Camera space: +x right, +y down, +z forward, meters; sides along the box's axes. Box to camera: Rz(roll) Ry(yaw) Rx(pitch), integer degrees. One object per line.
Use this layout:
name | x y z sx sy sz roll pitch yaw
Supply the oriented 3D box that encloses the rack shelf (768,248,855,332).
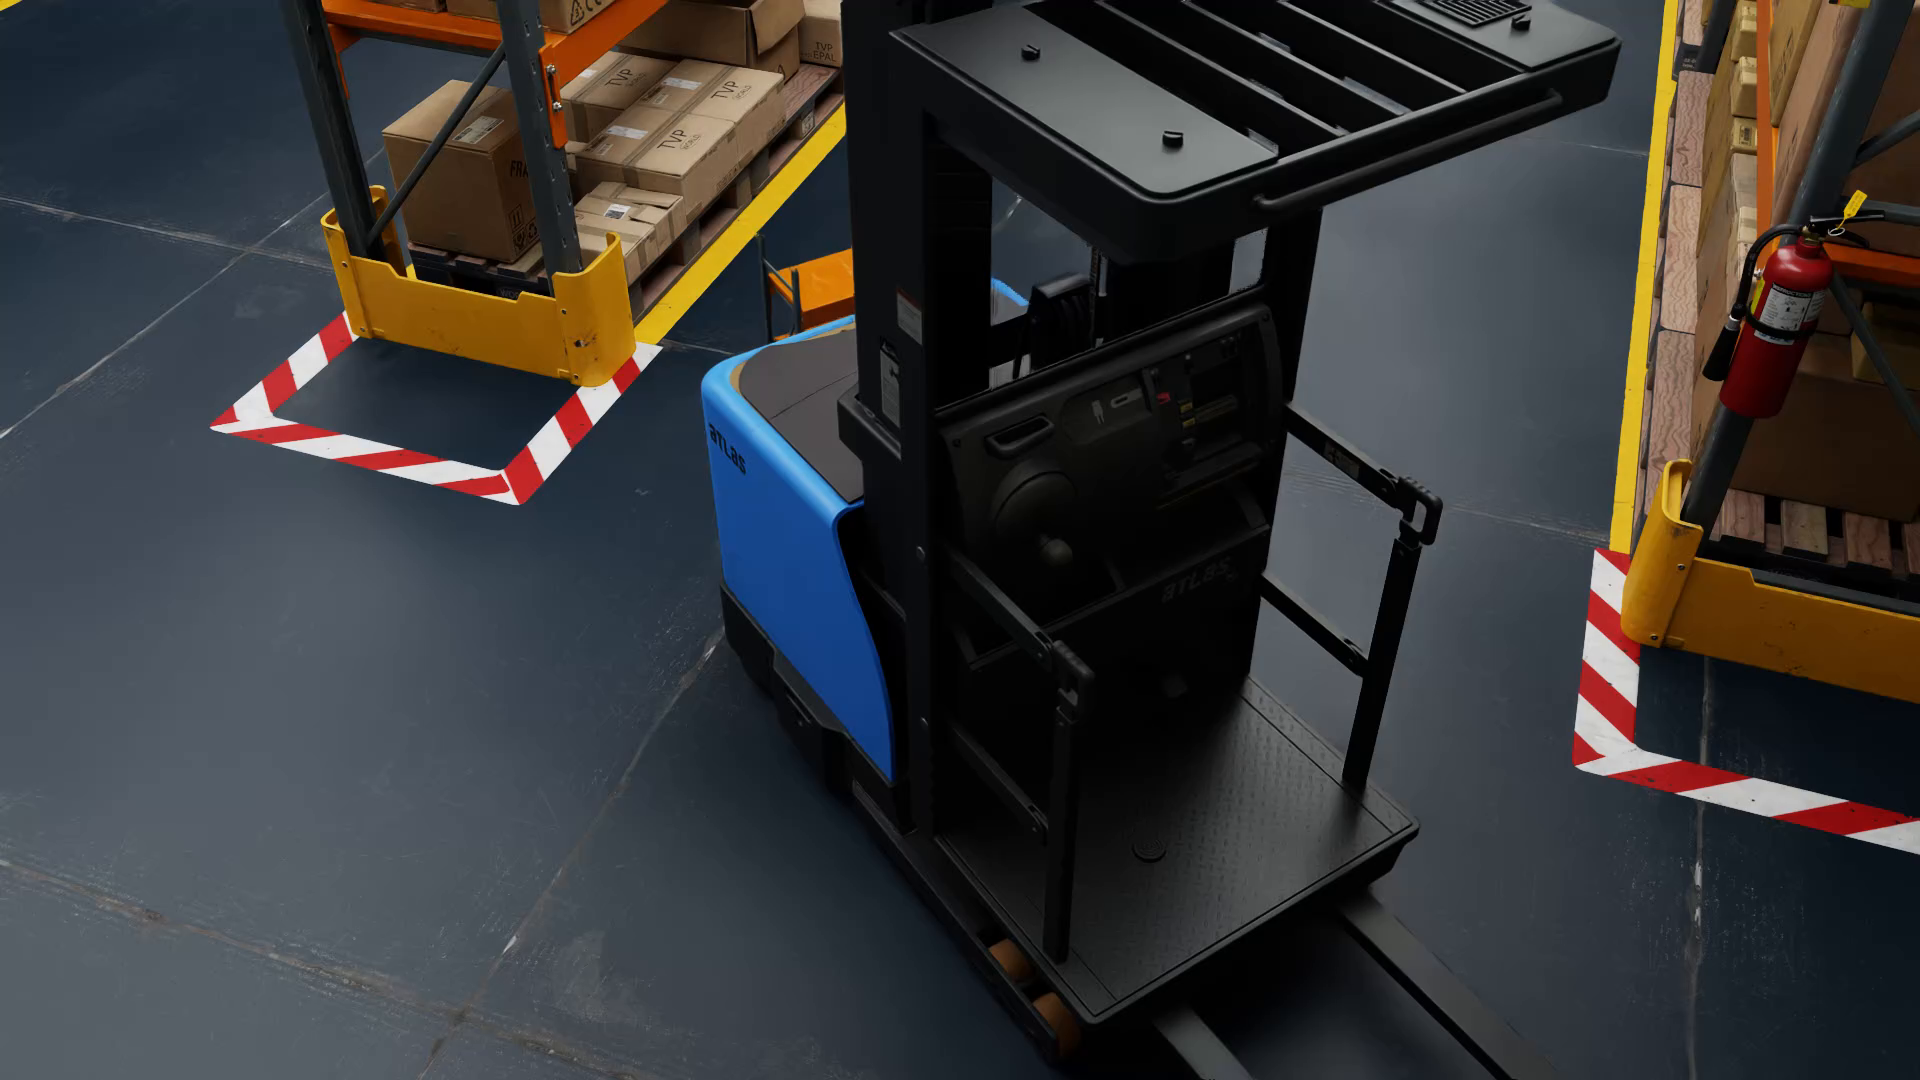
rack shelf | -0.330 -0.772 5.121 0.480 0.148 0.258 -22 46 -23

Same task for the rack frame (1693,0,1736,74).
rack frame | 4.116 -3.251 7.249 1.000 3.000 0.127 13 42 15

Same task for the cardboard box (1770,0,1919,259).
cardboard box | 2.913 -1.238 4.659 0.980 0.700 0.700 15 43 17

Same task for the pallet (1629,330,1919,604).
pallet | 2.948 -0.255 5.887 1.003 0.211 1.213 13 42 15

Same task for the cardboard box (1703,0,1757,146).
cardboard box | 3.764 -2.026 7.416 0.700 0.500 0.500 14 42 16

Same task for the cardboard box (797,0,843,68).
cardboard box | -0.725 -2.624 8.248 0.500 0.311 0.500 13 42 15

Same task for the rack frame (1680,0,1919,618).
rack frame | 2.748 -0.811 4.389 1.000 3.000 0.127 13 42 15

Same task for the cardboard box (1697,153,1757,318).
cardboard box | 3.236 -1.081 6.308 0.700 0.500 0.500 12 42 14

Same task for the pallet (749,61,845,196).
pallet | -1.192 -2.122 8.074 1.003 0.211 1.213 13 42 15

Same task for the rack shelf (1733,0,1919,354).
rack shelf | 3.432 -1.757 6.053 1.077 0.370 4.000 13 42 15

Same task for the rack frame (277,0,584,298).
rack frame | -1.908 -1.908 5.675 1.000 3.000 0.127 13 42 15

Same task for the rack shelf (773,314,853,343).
rack shelf | -0.332 -0.594 5.277 0.480 0.148 0.258 -22 46 -23

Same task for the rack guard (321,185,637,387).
rack guard | -1.882 -1.004 6.541 1.175 0.500 0.348 13 42 15

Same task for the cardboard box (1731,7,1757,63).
cardboard box | 3.475 -2.104 7.008 0.380 0.149 0.250 15 43 17

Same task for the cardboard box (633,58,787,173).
cardboard box | -1.114 -1.908 7.455 0.500 0.250 0.500 13 42 15

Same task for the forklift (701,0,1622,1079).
forklift | 0.492 -0.161 3.681 1.130 2.935 3.031 -23 46 -25

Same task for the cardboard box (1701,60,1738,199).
cardboard box | 3.589 -1.720 7.058 0.700 0.500 0.500 13 42 15

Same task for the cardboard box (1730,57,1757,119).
cardboard box | 3.297 -1.786 6.635 0.380 0.149 0.250 12 42 14

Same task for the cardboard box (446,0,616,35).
cardboard box | -1.509 -2.158 5.892 0.500 0.500 0.500 14 42 16

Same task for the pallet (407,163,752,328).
pallet | -1.611 -1.380 7.205 1.003 0.211 1.213 13 42 15

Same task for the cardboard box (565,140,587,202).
cardboard box | -1.731 -1.611 7.171 0.380 0.166 0.250 13 42 15

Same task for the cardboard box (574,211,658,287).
cardboard box | -1.442 -1.170 6.668 0.380 0.149 0.250 13 42 15

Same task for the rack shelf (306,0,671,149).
rack shelf | -1.225 -2.854 7.339 1.077 0.370 4.000 13 42 15

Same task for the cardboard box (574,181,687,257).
cardboard box | -1.357 -1.329 6.841 0.380 0.166 0.250 13 42 15

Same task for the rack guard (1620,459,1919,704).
rack guard | 2.740 0.155 5.184 1.175 0.500 0.348 13 42 15

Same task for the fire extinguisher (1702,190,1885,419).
fire extinguisher | 2.263 -0.650 4.548 0.296 0.674 0.183 13 42 15

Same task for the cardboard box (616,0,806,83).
cardboard box | -1.178 -2.418 7.858 0.797 0.503 0.637 13 42 15

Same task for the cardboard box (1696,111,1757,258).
cardboard box | 3.411 -1.408 6.691 0.700 0.500 0.500 14 42 16

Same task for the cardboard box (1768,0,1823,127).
cardboard box | 3.151 -1.685 5.182 0.980 0.700 0.700 13 42 15

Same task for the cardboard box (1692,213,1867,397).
cardboard box | 3.064 -0.774 5.949 0.700 0.500 0.500 13 42 15

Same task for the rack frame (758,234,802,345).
rack frame | -0.542 -0.394 5.284 0.015 1.200 0.240 -22 46 -23

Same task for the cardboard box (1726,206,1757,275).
cardboard box | 2.853 -0.991 5.702 0.380 0.149 0.250 14 43 16

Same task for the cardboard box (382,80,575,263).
cardboard box | -1.954 -1.511 6.797 0.500 0.500 0.500 13 42 15

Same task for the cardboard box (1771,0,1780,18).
cardboard box | 3.421 -2.148 5.725 0.980 0.700 0.700 11 42 13

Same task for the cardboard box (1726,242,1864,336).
cardboard box | 2.766 -0.834 5.520 0.380 0.149 0.250 13 42 15

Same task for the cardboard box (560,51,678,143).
cardboard box | -1.601 -1.989 7.549 0.500 0.250 0.500 13 42 15

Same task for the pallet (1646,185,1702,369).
pallet | 3.367 -0.997 6.756 1.003 0.211 1.213 13 42 15

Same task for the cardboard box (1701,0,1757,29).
cardboard box | 4.216 -3.018 8.309 0.750 0.750 0.750 14 42 16

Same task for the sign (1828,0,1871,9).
sign | 2.243 -1.470 4.088 0.100 0.325 0.005 13 42 15

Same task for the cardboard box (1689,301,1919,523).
cardboard box | 2.893 -0.469 5.591 0.700 0.500 0.500 13 42 15

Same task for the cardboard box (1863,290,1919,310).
cardboard box | 3.211 -0.904 5.601 0.380 0.149 0.250 13 42 15

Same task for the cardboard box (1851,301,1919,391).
cardboard box | 3.038 -0.595 5.239 0.380 0.149 0.250 14 42 15

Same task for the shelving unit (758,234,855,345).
shelving unit | -0.333 -0.477 5.380 0.503 1.200 0.258 -22 46 -23

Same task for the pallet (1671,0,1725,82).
pallet | 4.309 -2.677 8.725 1.003 0.211 1.213 13 42 15

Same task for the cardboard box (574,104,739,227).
cardboard box | -1.285 -1.603 7.097 0.500 0.250 0.500 13 42 15

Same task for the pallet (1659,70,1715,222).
pallet | 3.782 -1.743 7.631 1.003 0.211 1.213 13 42 15

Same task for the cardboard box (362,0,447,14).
cardboard box | -2.011 -2.280 6.034 0.500 0.500 0.500 15 43 16
